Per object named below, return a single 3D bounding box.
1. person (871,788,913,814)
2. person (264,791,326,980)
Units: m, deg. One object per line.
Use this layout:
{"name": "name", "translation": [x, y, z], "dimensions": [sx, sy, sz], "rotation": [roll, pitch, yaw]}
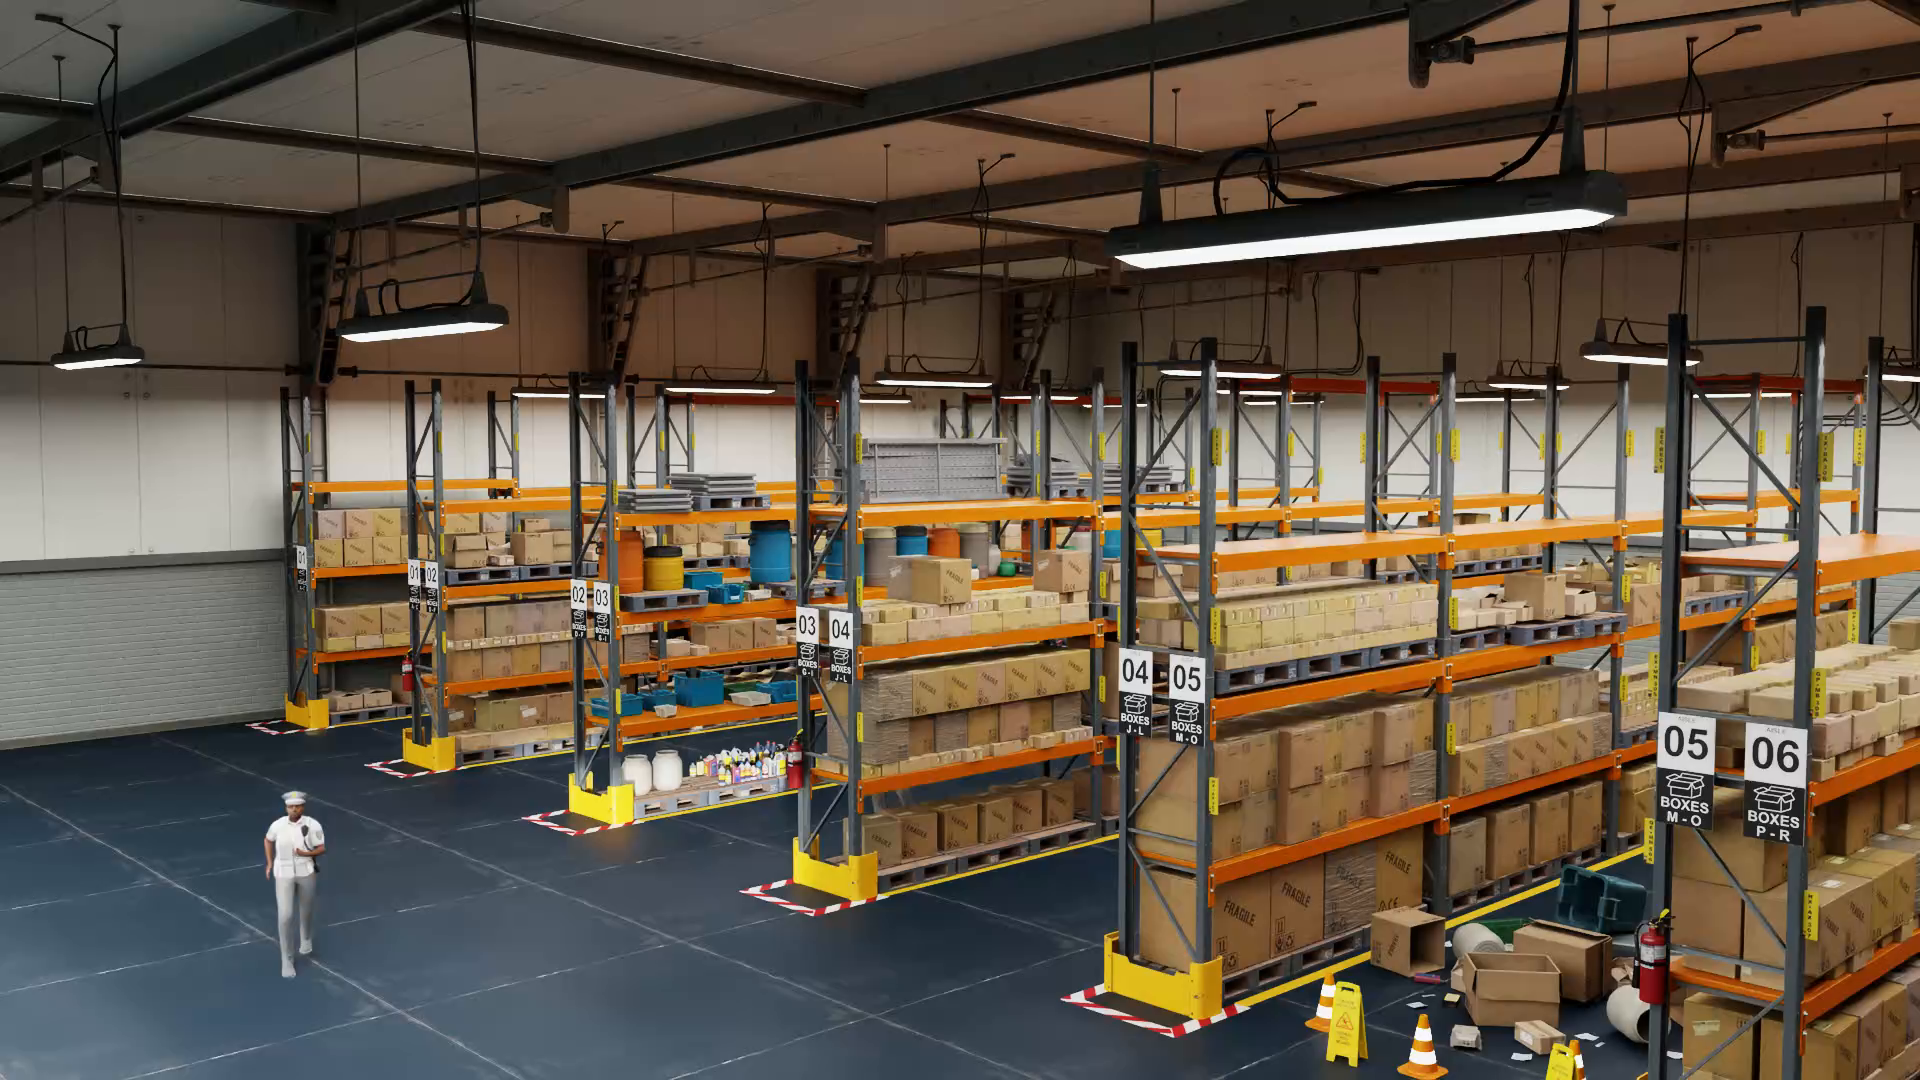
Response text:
{"name": "person", "translation": [-0.884, 2.942, 21.727], "dimensions": [0.533, 1.725, 0.745], "rotation": [3, 5, 38]}
{"name": "person", "translation": [-6.439, 3.282, 16.103], "dimensions": [0.541, 1.736, 0.807], "rotation": [-1, 4, -21]}
